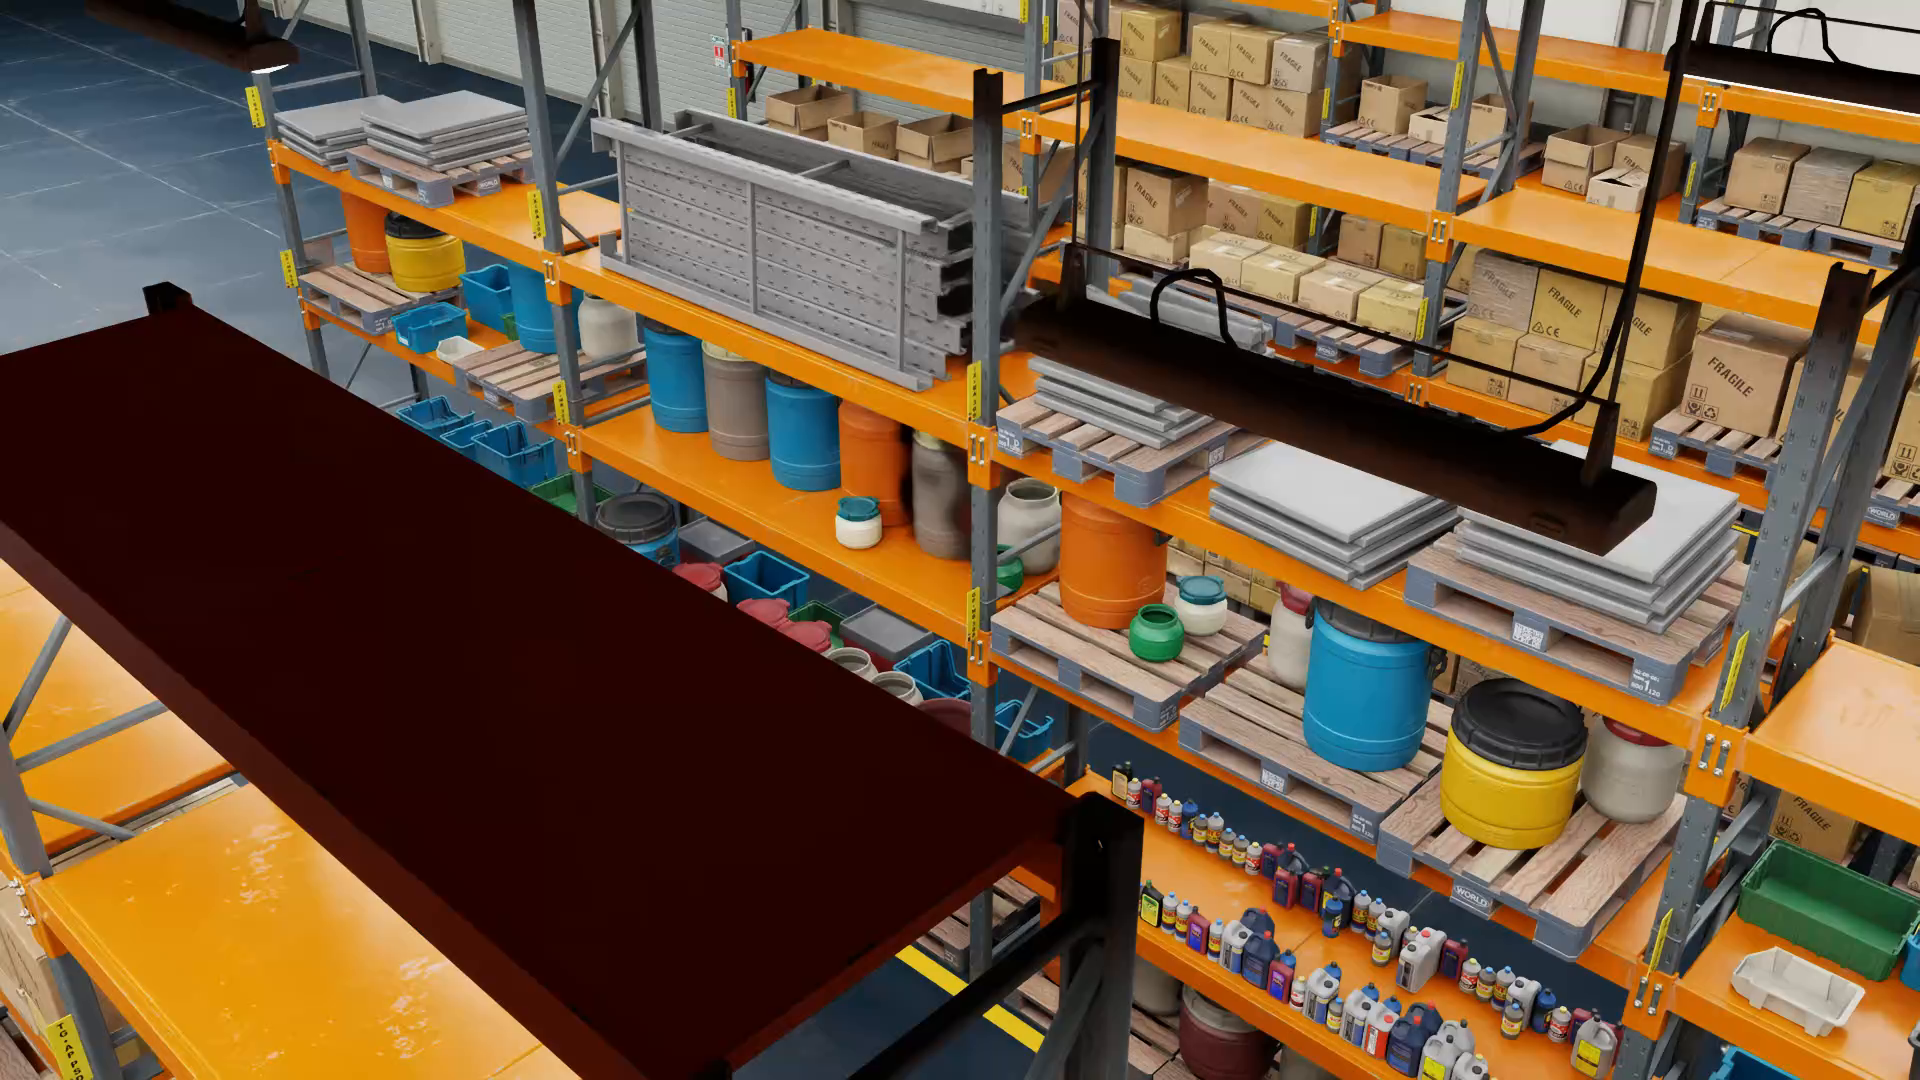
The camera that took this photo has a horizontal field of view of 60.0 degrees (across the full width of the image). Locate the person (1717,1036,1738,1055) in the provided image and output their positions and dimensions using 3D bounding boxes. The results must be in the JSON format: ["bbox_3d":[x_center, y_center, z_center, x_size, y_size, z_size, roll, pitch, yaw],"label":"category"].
[{"bbox_3d":[4.700,2.669,9.703,0.725,1.799,0.636,20,35,31],"label":"person"}]
